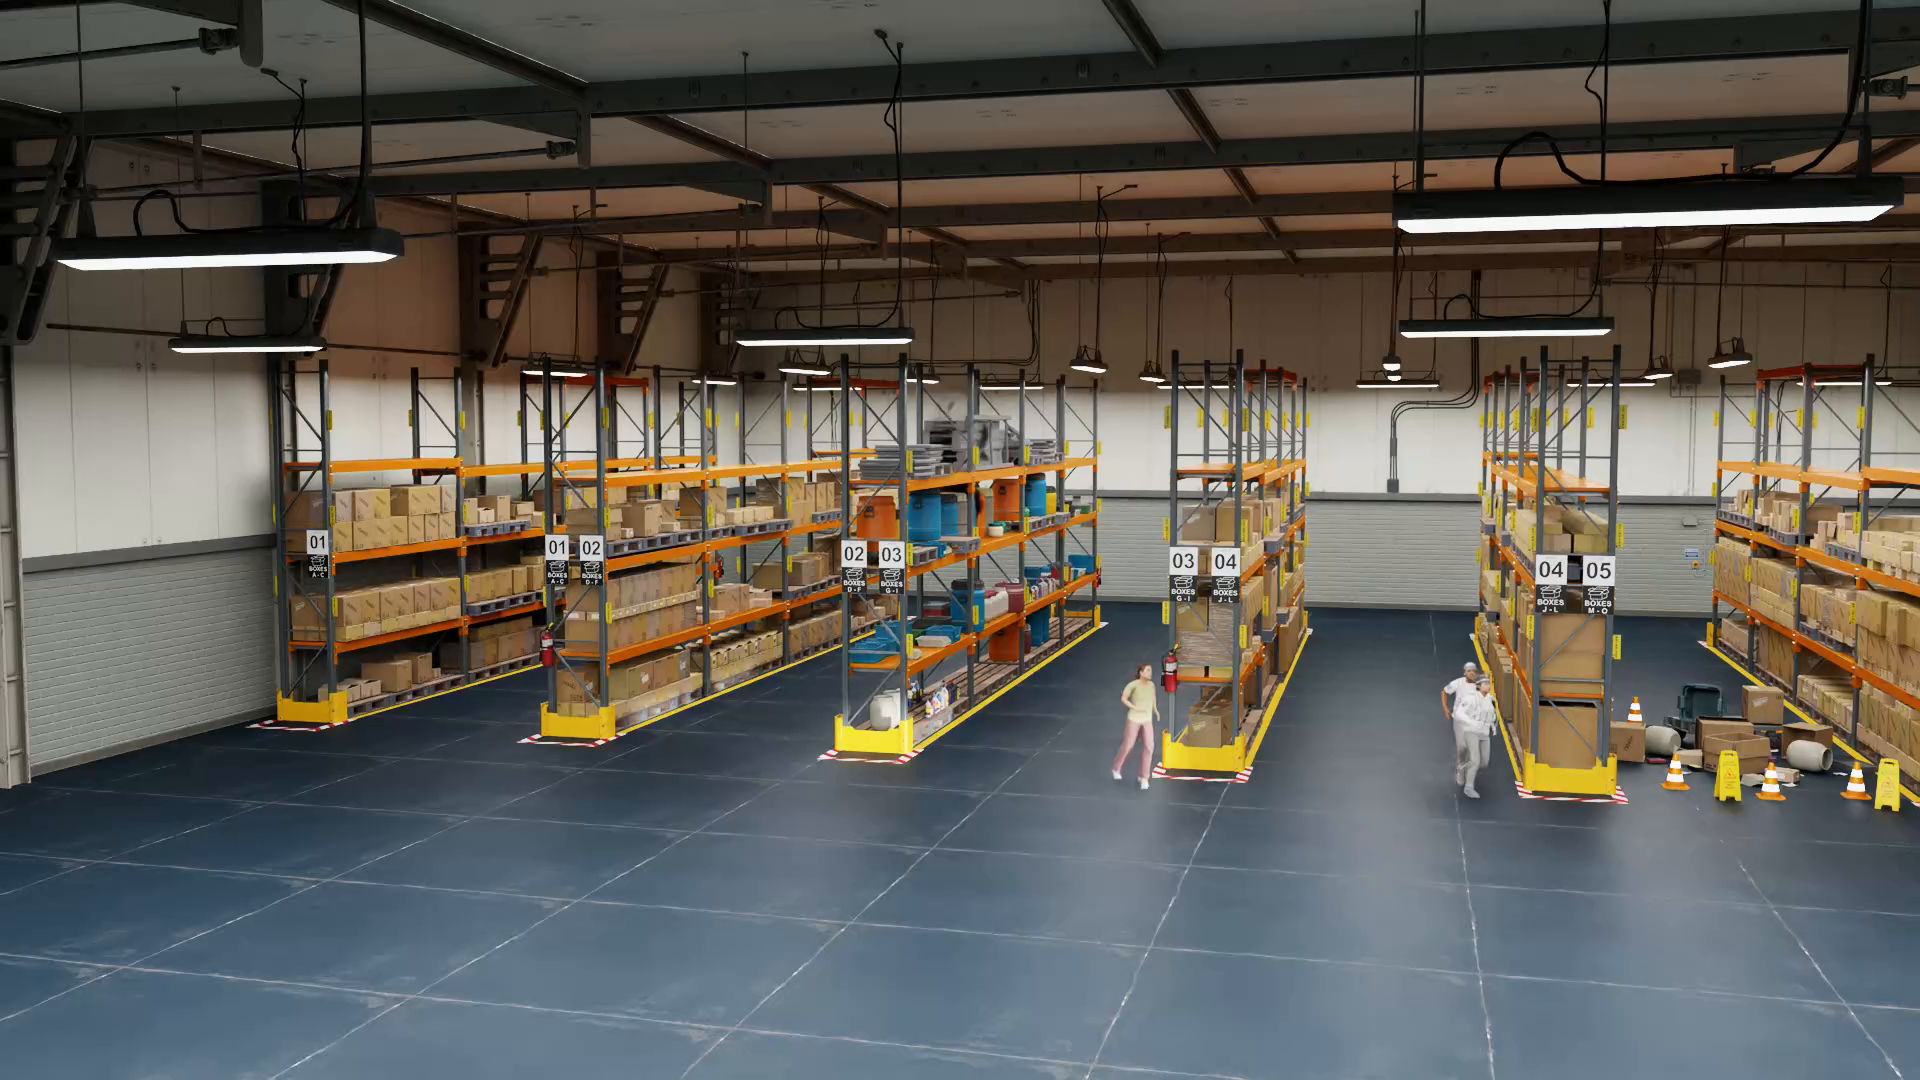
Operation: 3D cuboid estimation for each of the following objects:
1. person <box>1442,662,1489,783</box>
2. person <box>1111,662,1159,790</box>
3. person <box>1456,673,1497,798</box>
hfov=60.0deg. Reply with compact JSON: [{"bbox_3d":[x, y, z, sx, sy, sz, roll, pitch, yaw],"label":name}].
[{"bbox_3d":[7.045,2.542,23.091,0.629,1.711,0.645,0,4,5],"label":"person"},{"bbox_3d":[2.501,2.520,22.902,0.633,1.694,0.795,-2,5,-25],"label":"person"},{"bbox_3d":[6.937,2.592,22.290,0.650,1.649,0.586,-1,4,-18],"label":"person"}]
